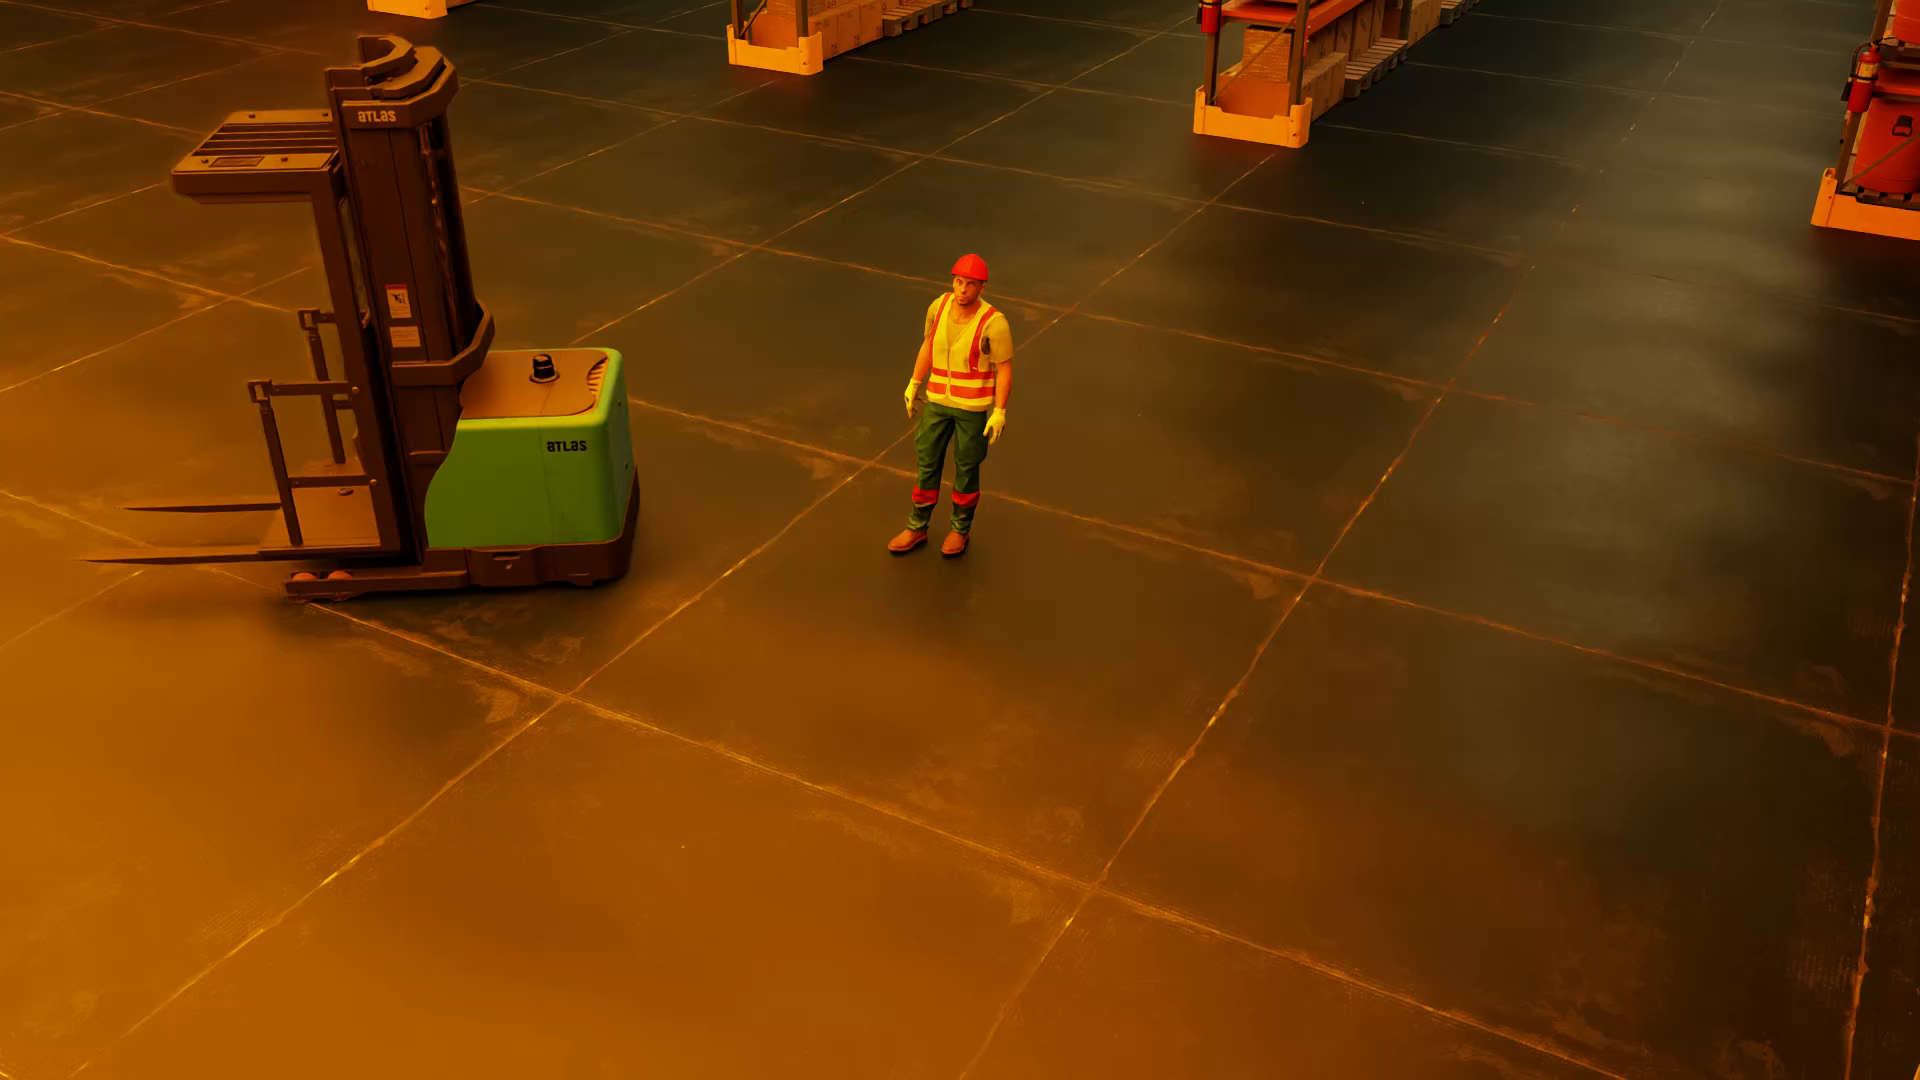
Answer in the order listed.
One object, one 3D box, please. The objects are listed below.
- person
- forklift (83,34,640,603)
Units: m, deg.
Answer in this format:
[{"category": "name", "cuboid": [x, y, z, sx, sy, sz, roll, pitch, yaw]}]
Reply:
[{"category": "person", "cuboid": [-0.050, -0.749, 9.497, 0.637, 1.787, 0.564, 15, 33, 25]}, {"category": "forklift", "cuboid": [-3.458, -1.191, 9.134, 3.031, 2.935, 1.130, -2, 30, -4]}]
